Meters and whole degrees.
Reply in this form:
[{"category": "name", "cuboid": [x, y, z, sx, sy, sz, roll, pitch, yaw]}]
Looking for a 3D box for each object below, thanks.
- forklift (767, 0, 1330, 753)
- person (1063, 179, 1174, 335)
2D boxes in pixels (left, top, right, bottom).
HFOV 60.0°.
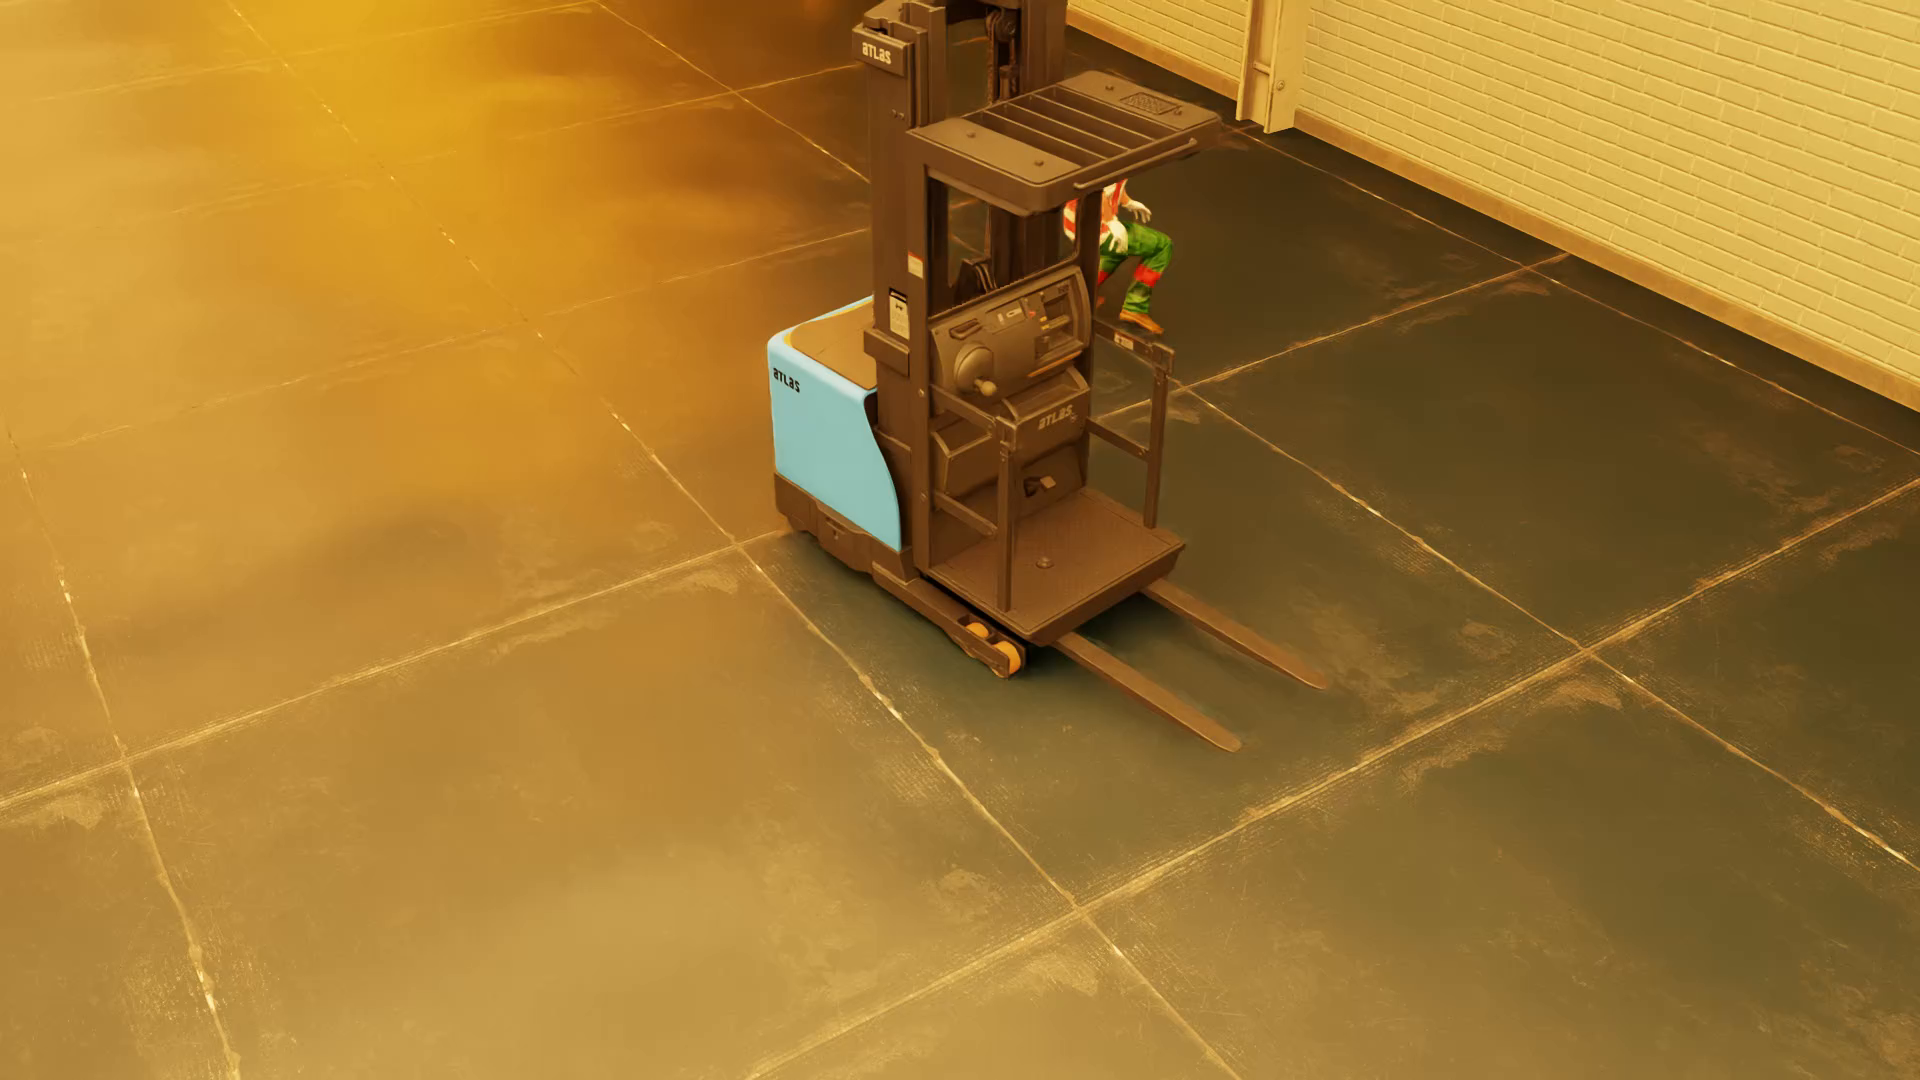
[{"category": "forklift", "cuboid": [0.386, -0.891, 7.416, 1.130, 2.935, 3.031, -28, 44, -33]}, {"category": "person", "cuboid": [0.972, -1.974, 10.228, 0.679, 1.535, 0.811, -8, 36, -11]}]
